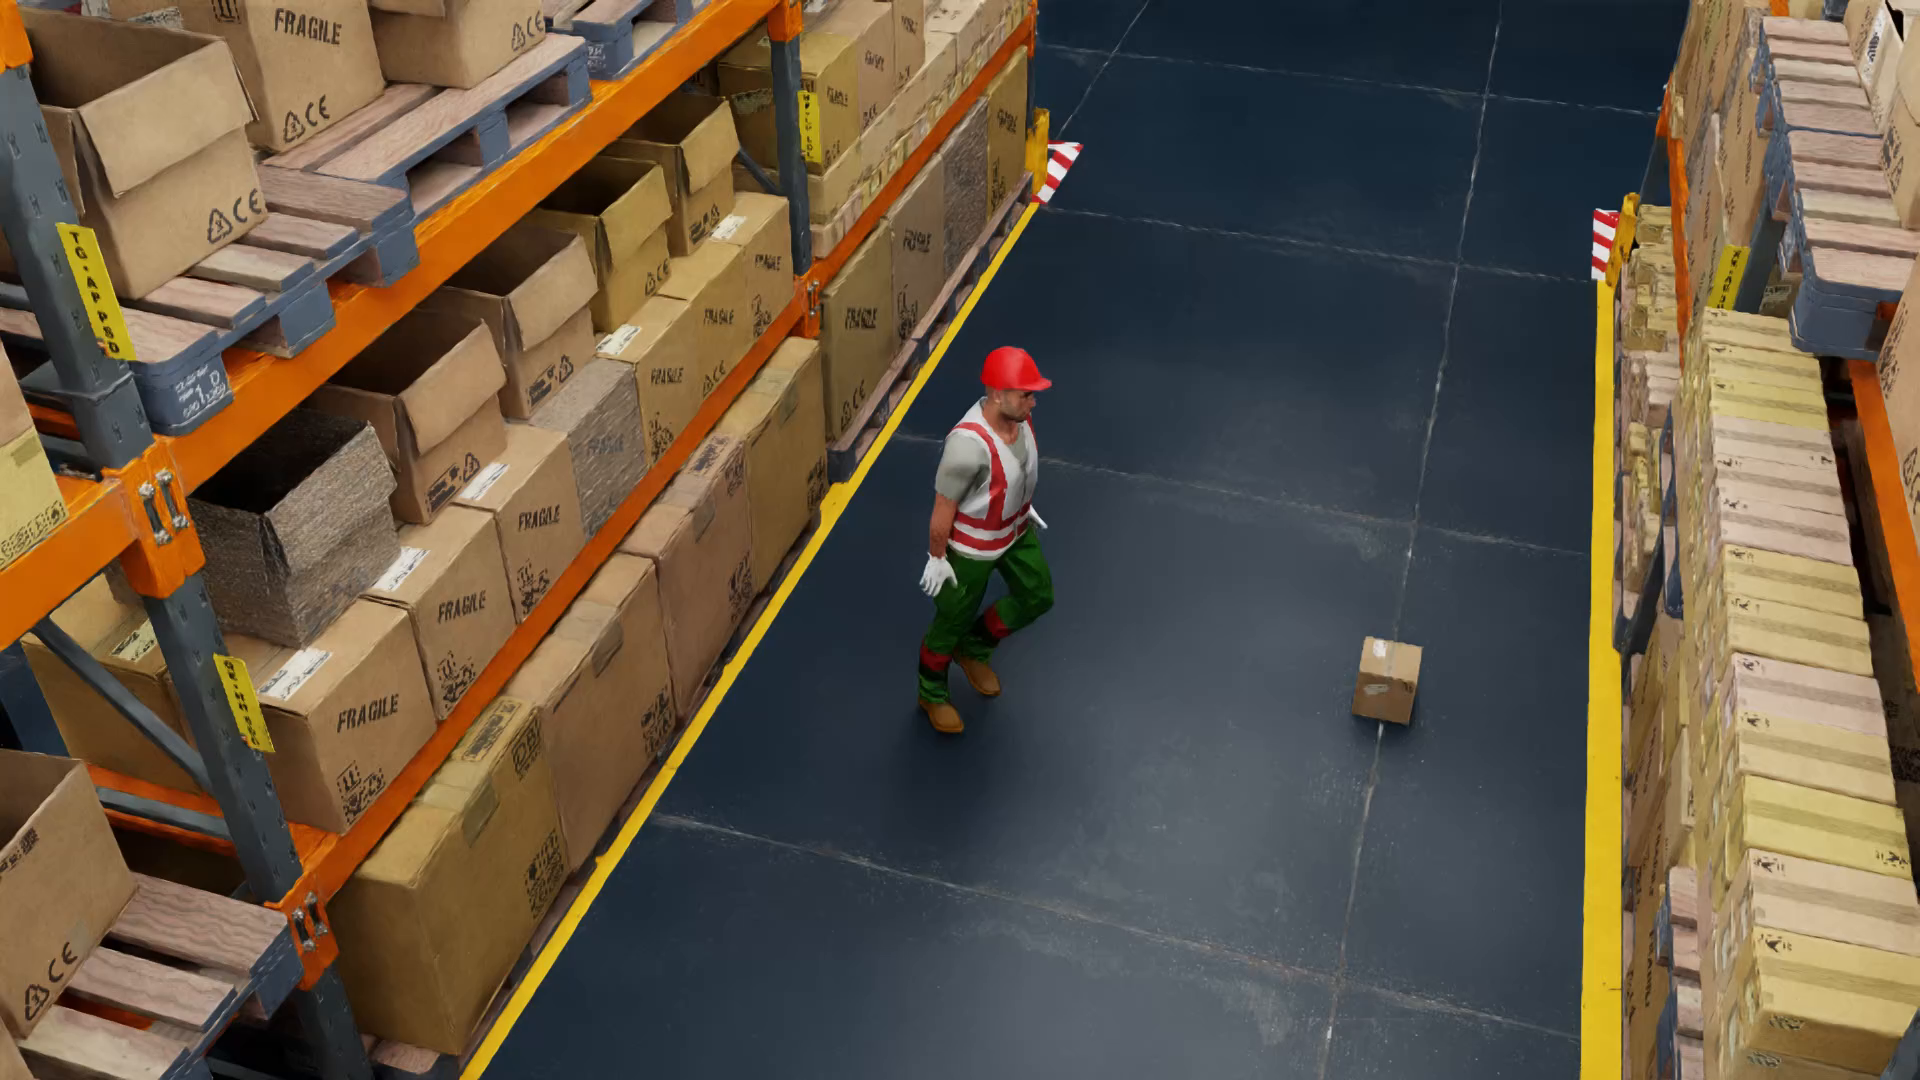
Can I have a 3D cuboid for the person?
[{"bbox_3d":[0.109,-0.010,6.848,0.473,1.765,0.652,22,42,26],"label":"person"}]
